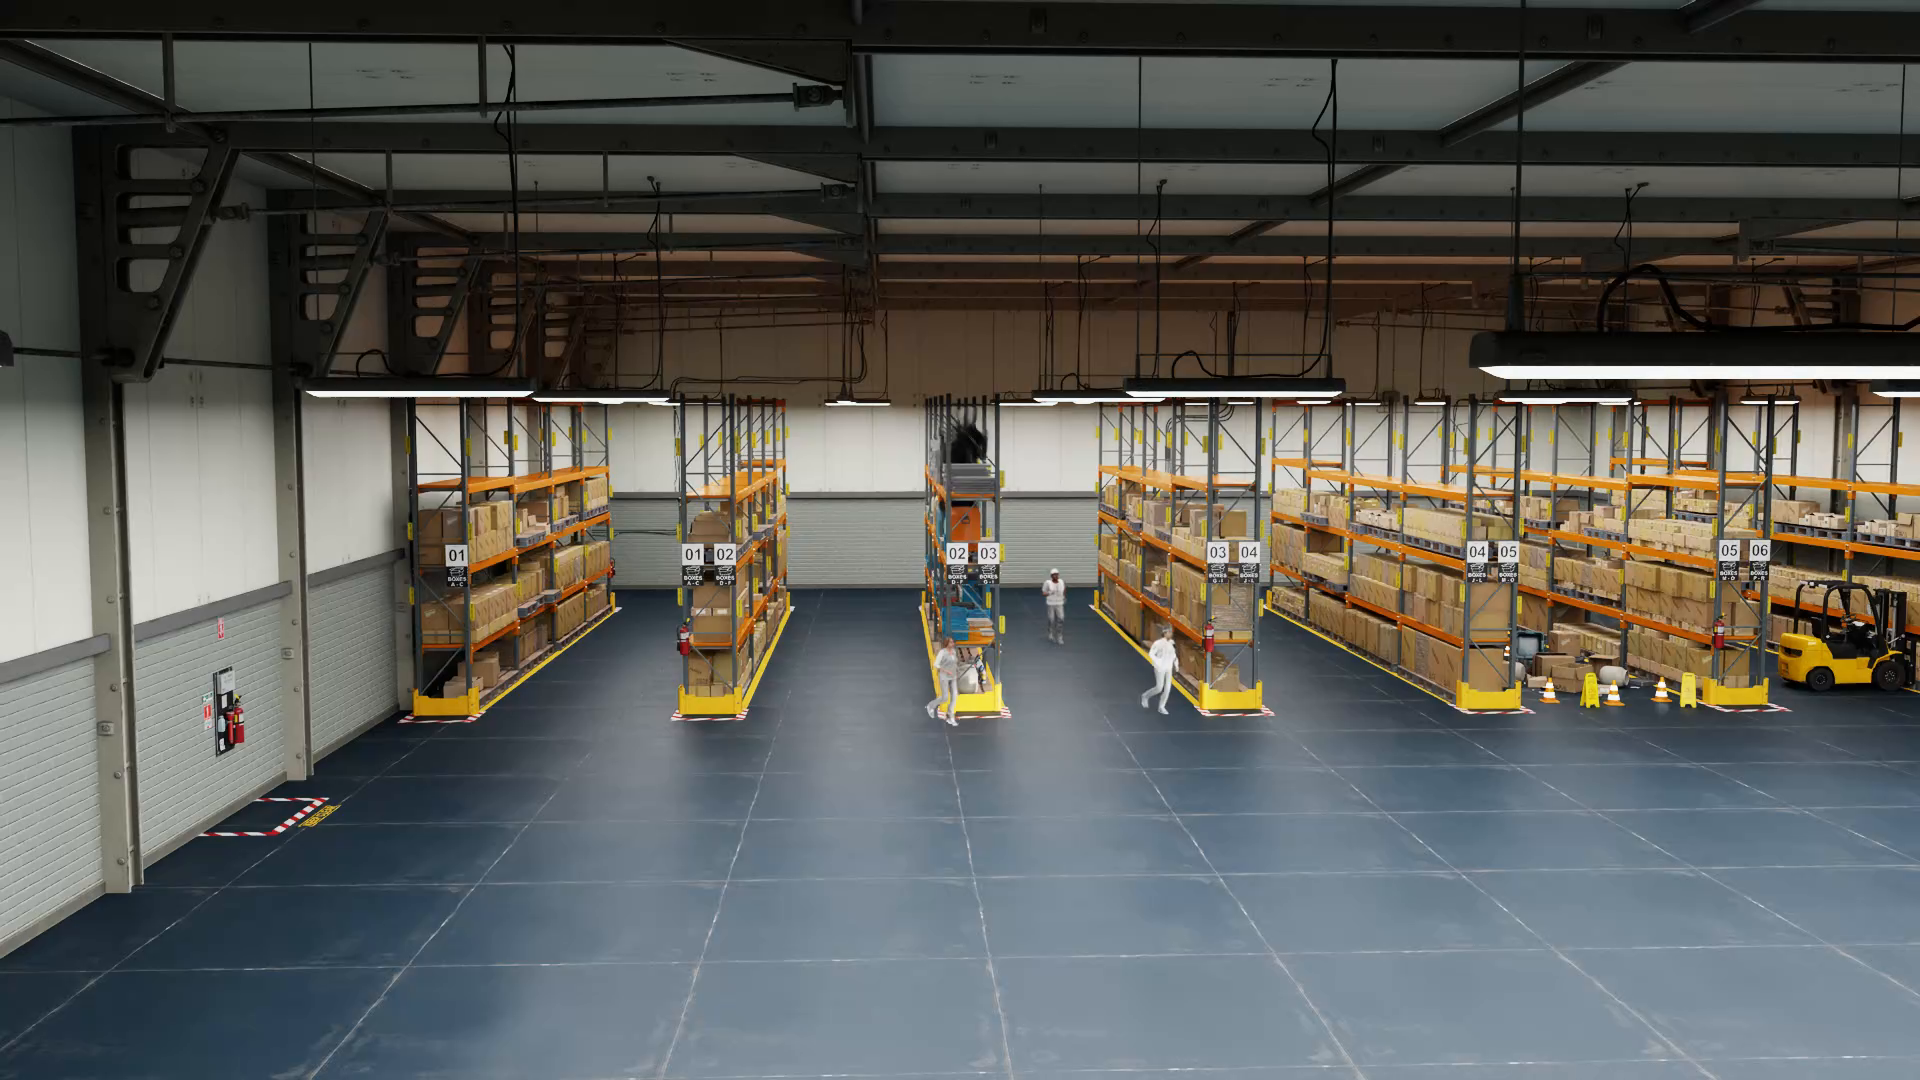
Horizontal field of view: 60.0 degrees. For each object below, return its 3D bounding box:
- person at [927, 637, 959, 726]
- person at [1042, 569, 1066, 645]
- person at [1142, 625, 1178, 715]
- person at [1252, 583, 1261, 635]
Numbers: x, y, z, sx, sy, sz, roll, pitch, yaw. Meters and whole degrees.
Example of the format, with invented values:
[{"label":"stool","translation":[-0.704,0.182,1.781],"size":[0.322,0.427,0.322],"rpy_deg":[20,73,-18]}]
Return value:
[{"label":"person","translation":[-0.246,2.551,30.320],"size":[0.715,1.590,0.561],"rpy_deg":[4,6,44]},{"label":"person","translation":[2.313,1.616,40.603],"size":[0.664,1.835,0.775],"rpy_deg":[-1,5,-10]},{"label":"person","translation":[3.849,2.419,31.421],"size":[0.659,1.655,0.666],"rpy_deg":[-3,5,-33]},{"label":"person","translation":[7.370,1.574,42.039],"size":[0.582,1.663,0.552],"rpy_deg":[-1,5,-10]}]
